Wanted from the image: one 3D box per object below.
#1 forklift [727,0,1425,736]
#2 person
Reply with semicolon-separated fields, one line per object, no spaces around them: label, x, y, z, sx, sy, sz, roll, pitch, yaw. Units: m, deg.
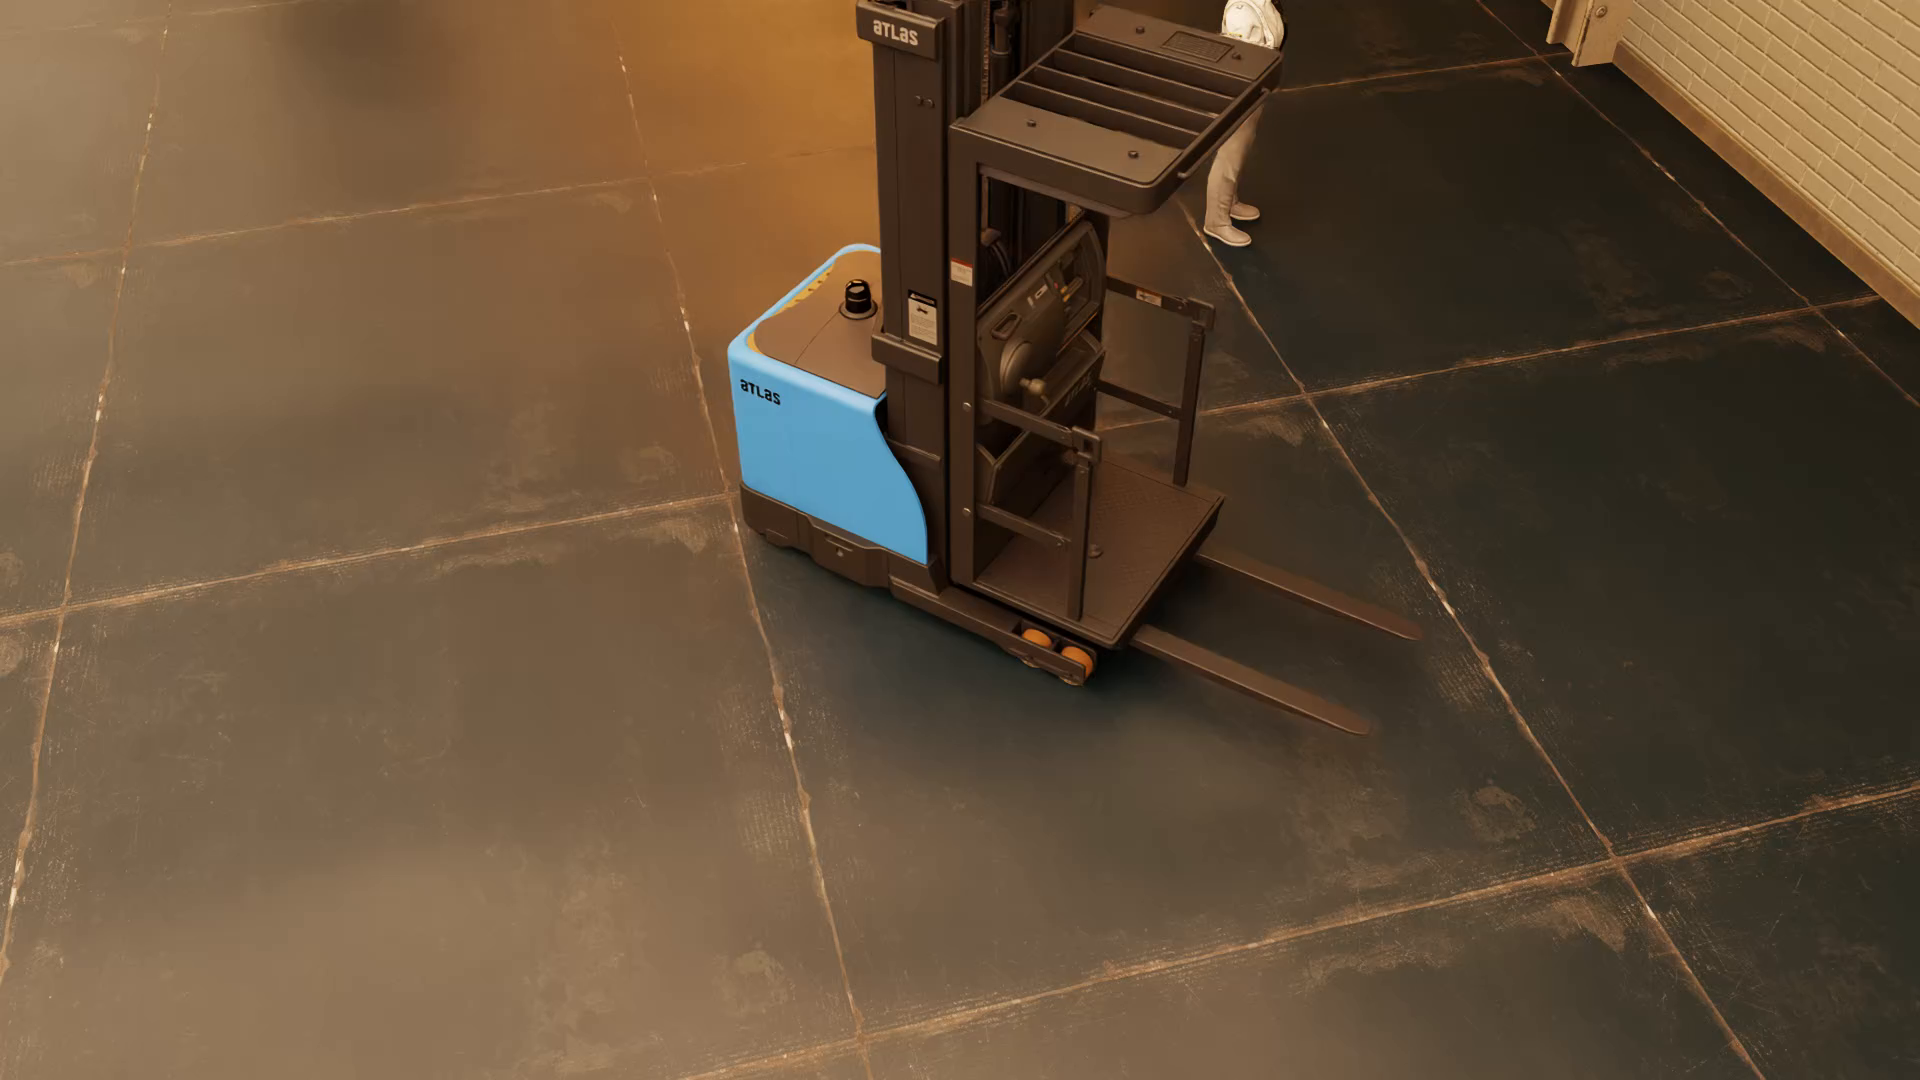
forklift;0.509;-0.865;6.561;3.031;2.935;1.130;23;48;22
person;1.569;-2.465;9.159;0.352;1.694;0.452;14;45;15
